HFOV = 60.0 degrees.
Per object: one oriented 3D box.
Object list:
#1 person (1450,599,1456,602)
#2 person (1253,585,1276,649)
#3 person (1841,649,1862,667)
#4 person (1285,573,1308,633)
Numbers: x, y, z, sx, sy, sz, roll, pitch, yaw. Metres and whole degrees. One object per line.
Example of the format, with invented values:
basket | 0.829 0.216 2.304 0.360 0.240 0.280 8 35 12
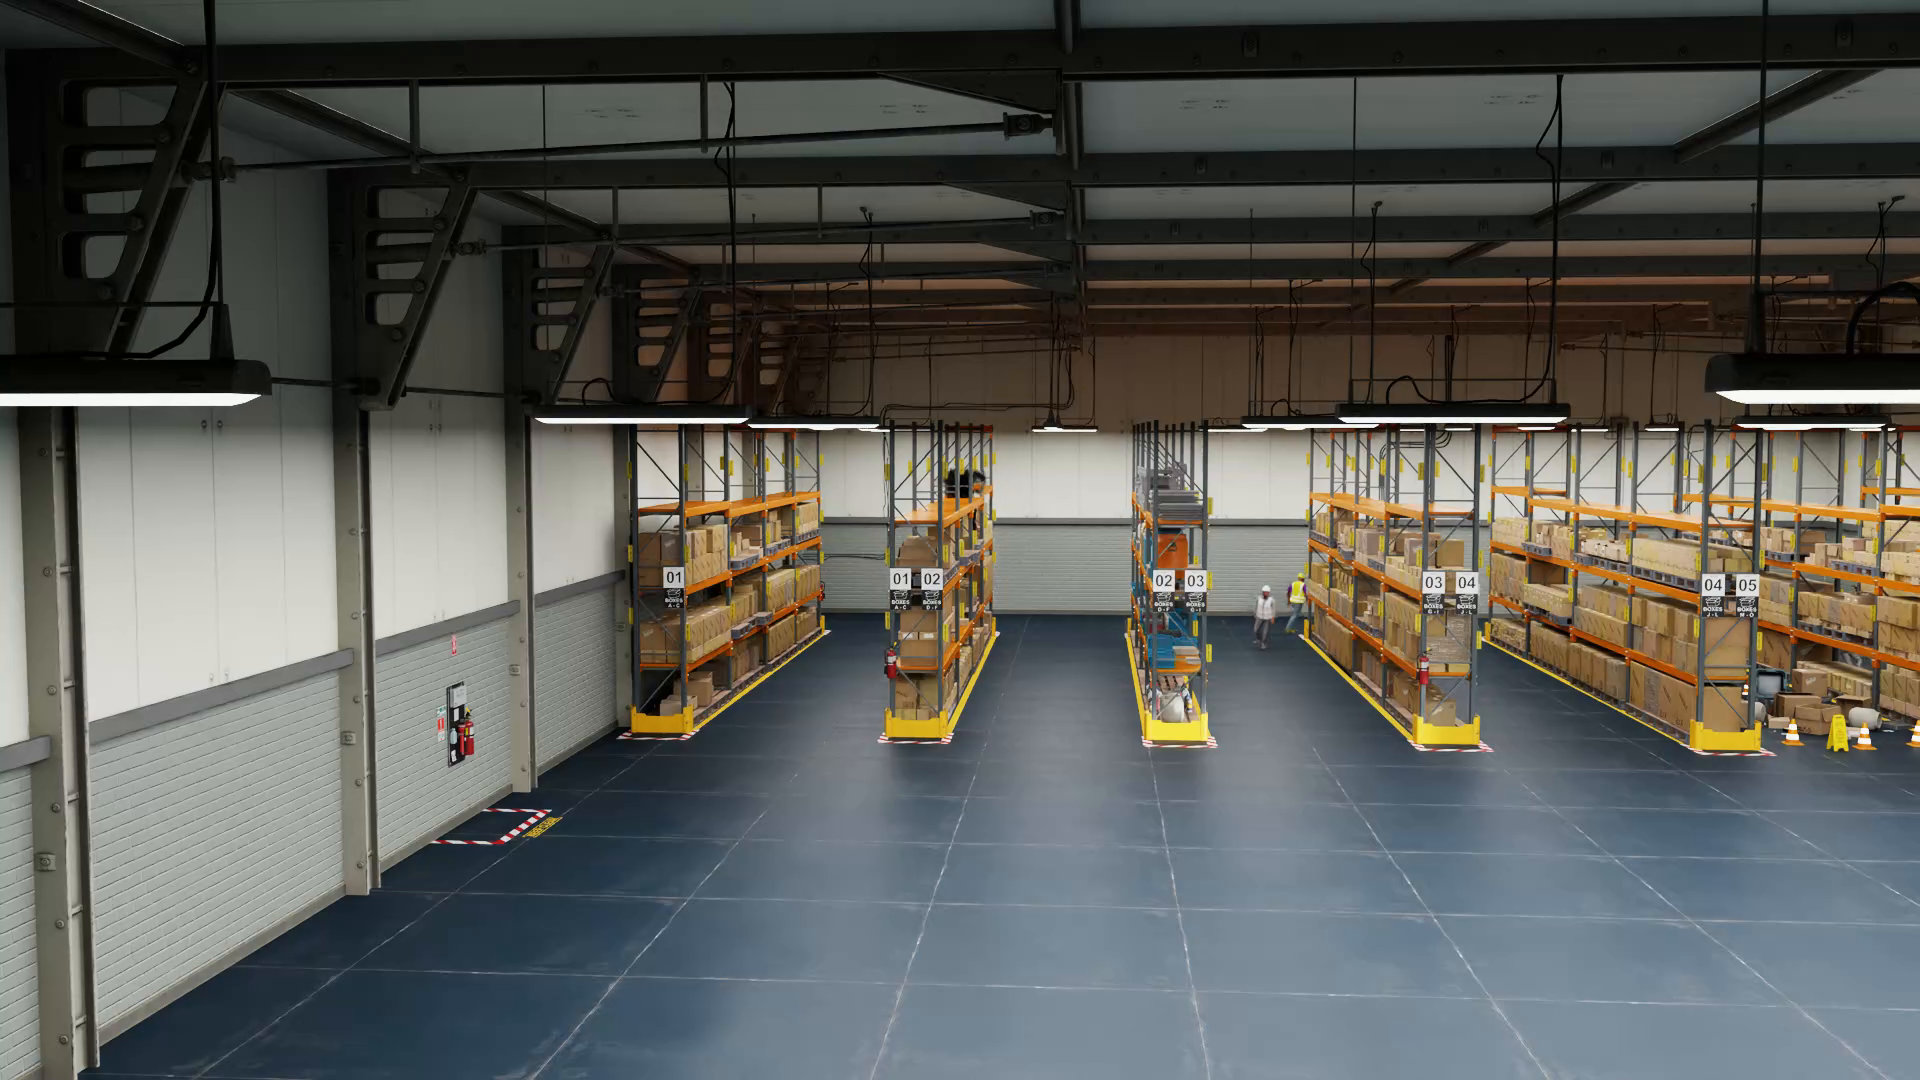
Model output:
person | 13.542 1.913 46.705 0.819 1.735 0.759 2 4 31
person | 8.113 2.059 44.361 0.699 1.729 0.603 2 4 27
person | 21.482 2.385 40.126 0.620 1.633 0.539 0 4 -6
person | 9.694 1.803 47.774 0.741 1.721 0.661 -2 4 -25
